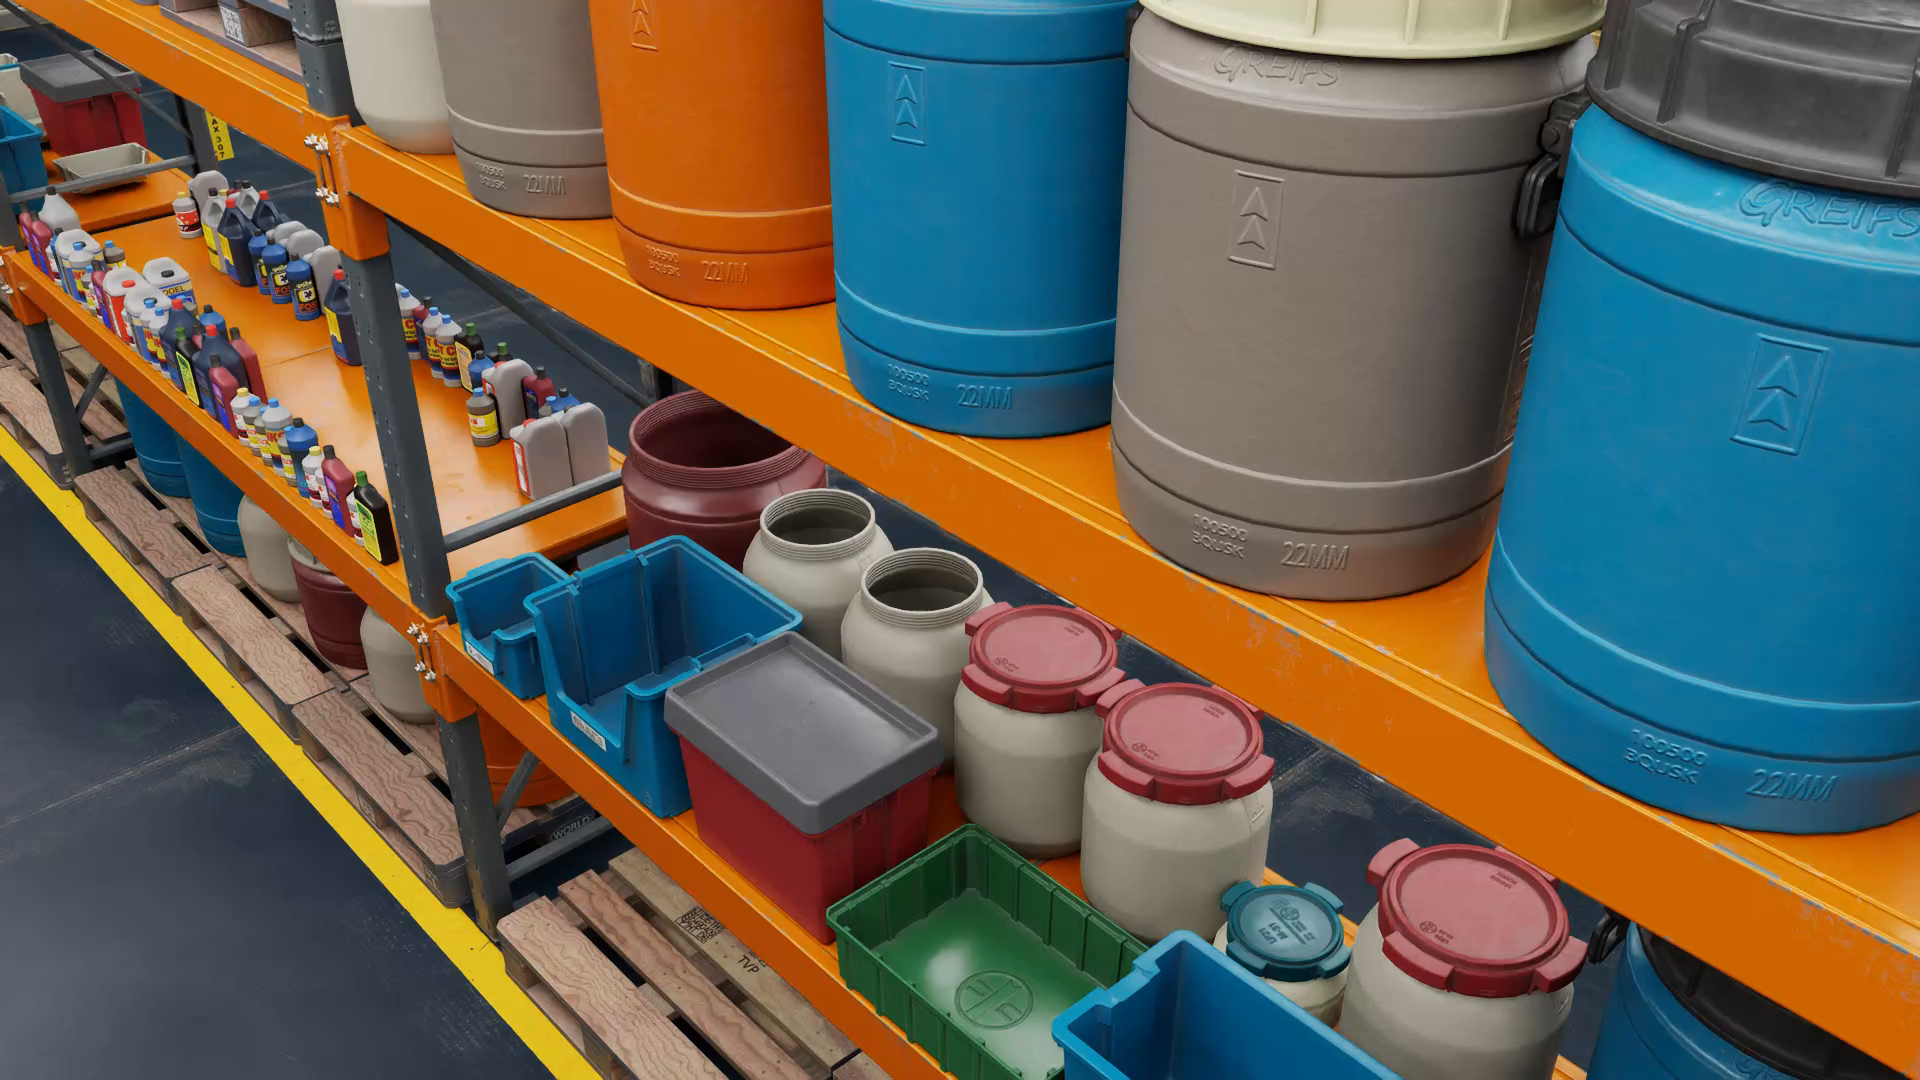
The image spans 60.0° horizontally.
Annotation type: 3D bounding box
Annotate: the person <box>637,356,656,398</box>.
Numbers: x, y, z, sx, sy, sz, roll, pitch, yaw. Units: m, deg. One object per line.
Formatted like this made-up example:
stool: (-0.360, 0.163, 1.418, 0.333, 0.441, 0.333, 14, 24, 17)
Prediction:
person: (-1.253, -1.102, 7.865, 0.539, 1.782, 0.514, -27, 41, -37)
